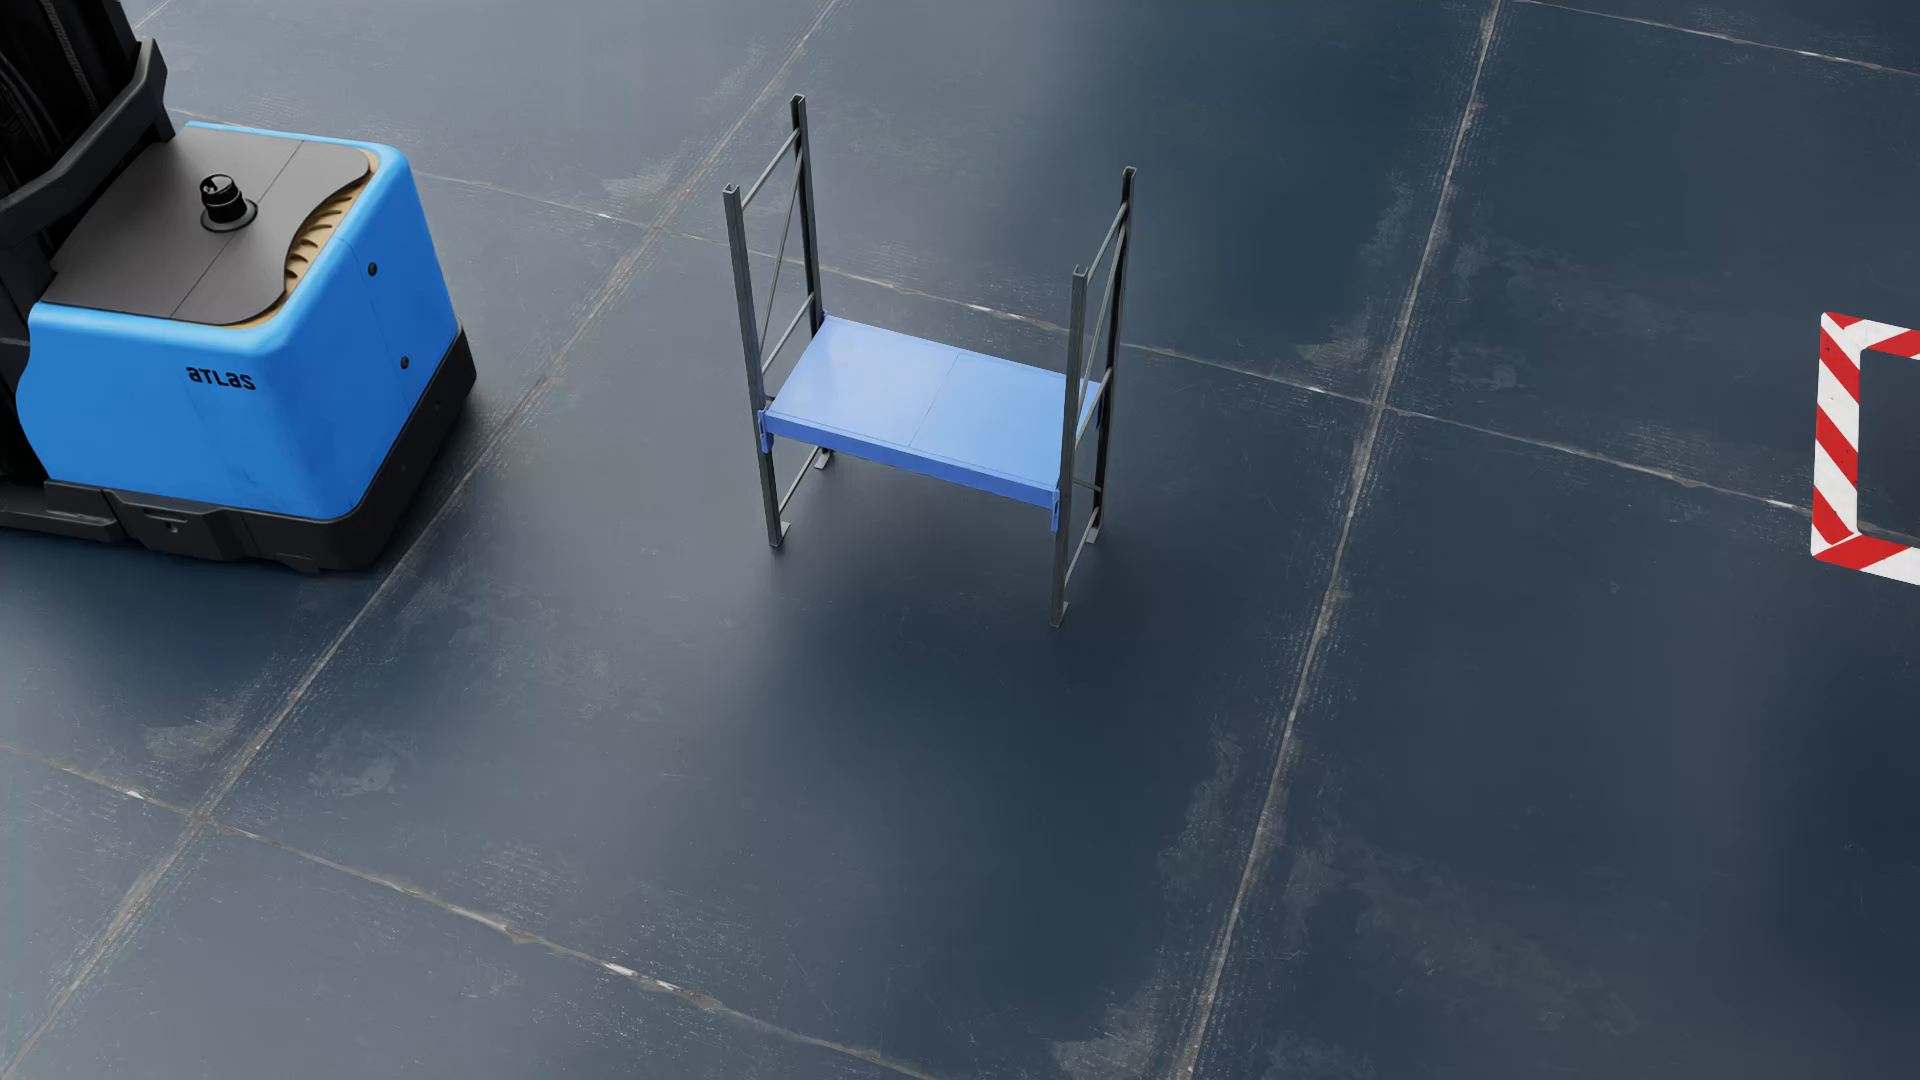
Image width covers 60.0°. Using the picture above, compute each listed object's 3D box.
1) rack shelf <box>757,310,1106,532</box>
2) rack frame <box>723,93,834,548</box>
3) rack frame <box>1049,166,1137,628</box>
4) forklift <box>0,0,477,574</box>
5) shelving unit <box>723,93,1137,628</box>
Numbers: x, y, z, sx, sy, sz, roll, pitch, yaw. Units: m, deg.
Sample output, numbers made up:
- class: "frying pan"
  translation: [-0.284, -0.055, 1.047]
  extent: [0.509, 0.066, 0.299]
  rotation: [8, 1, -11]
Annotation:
- class: "rack shelf"
  translation: [-0.080, -0.396, 5.339]
  extent: [1.000, 0.185, 0.538]
  rotation: [16, 51, 13]
- class: "rack frame"
  translation: [-0.557, -0.647, 5.318]
  extent: [0.032, 1.500, 0.500]
  rotation: [16, 51, 13]
- class: "rack frame"
  translation: [0.397, -0.380, 5.087]
  extent: [0.032, 1.500, 0.500]
  rotation: [16, 51, 13]
- class: "forklift"
  translation: [-3.363, -1.403, 5.026]
  extent: [3.031, 2.935, 1.130]
  rotation: [8, 50, 7]
- class: "shelving unit"
  translation: [-0.080, -0.514, 5.203]
  extent: [1.048, 1.500, 0.538]
  rotation: [16, 51, 13]
